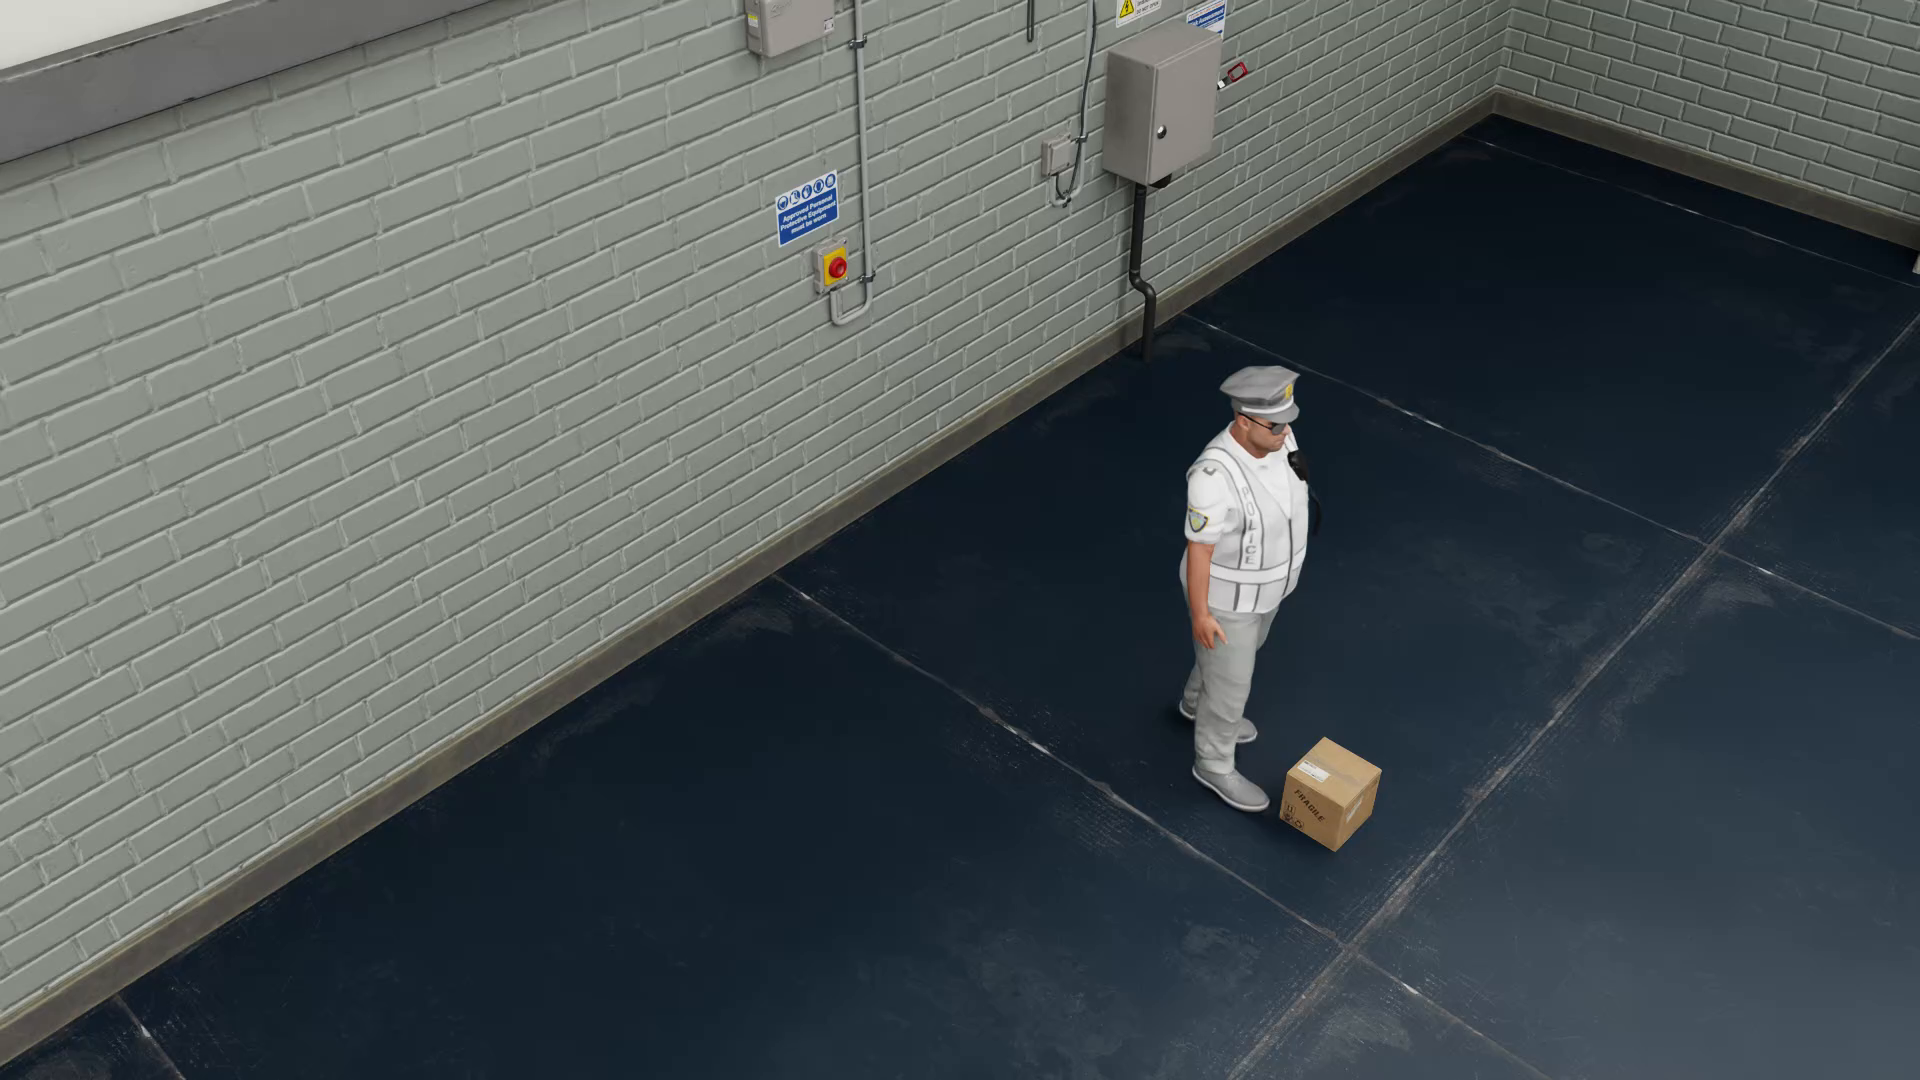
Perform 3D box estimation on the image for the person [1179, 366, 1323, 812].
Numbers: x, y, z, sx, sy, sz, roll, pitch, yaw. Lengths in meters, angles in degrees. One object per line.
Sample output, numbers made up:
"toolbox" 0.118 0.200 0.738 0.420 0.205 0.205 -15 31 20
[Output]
"person" 1.036 0.169 5.938 0.560 1.770 0.535 31 48 32
